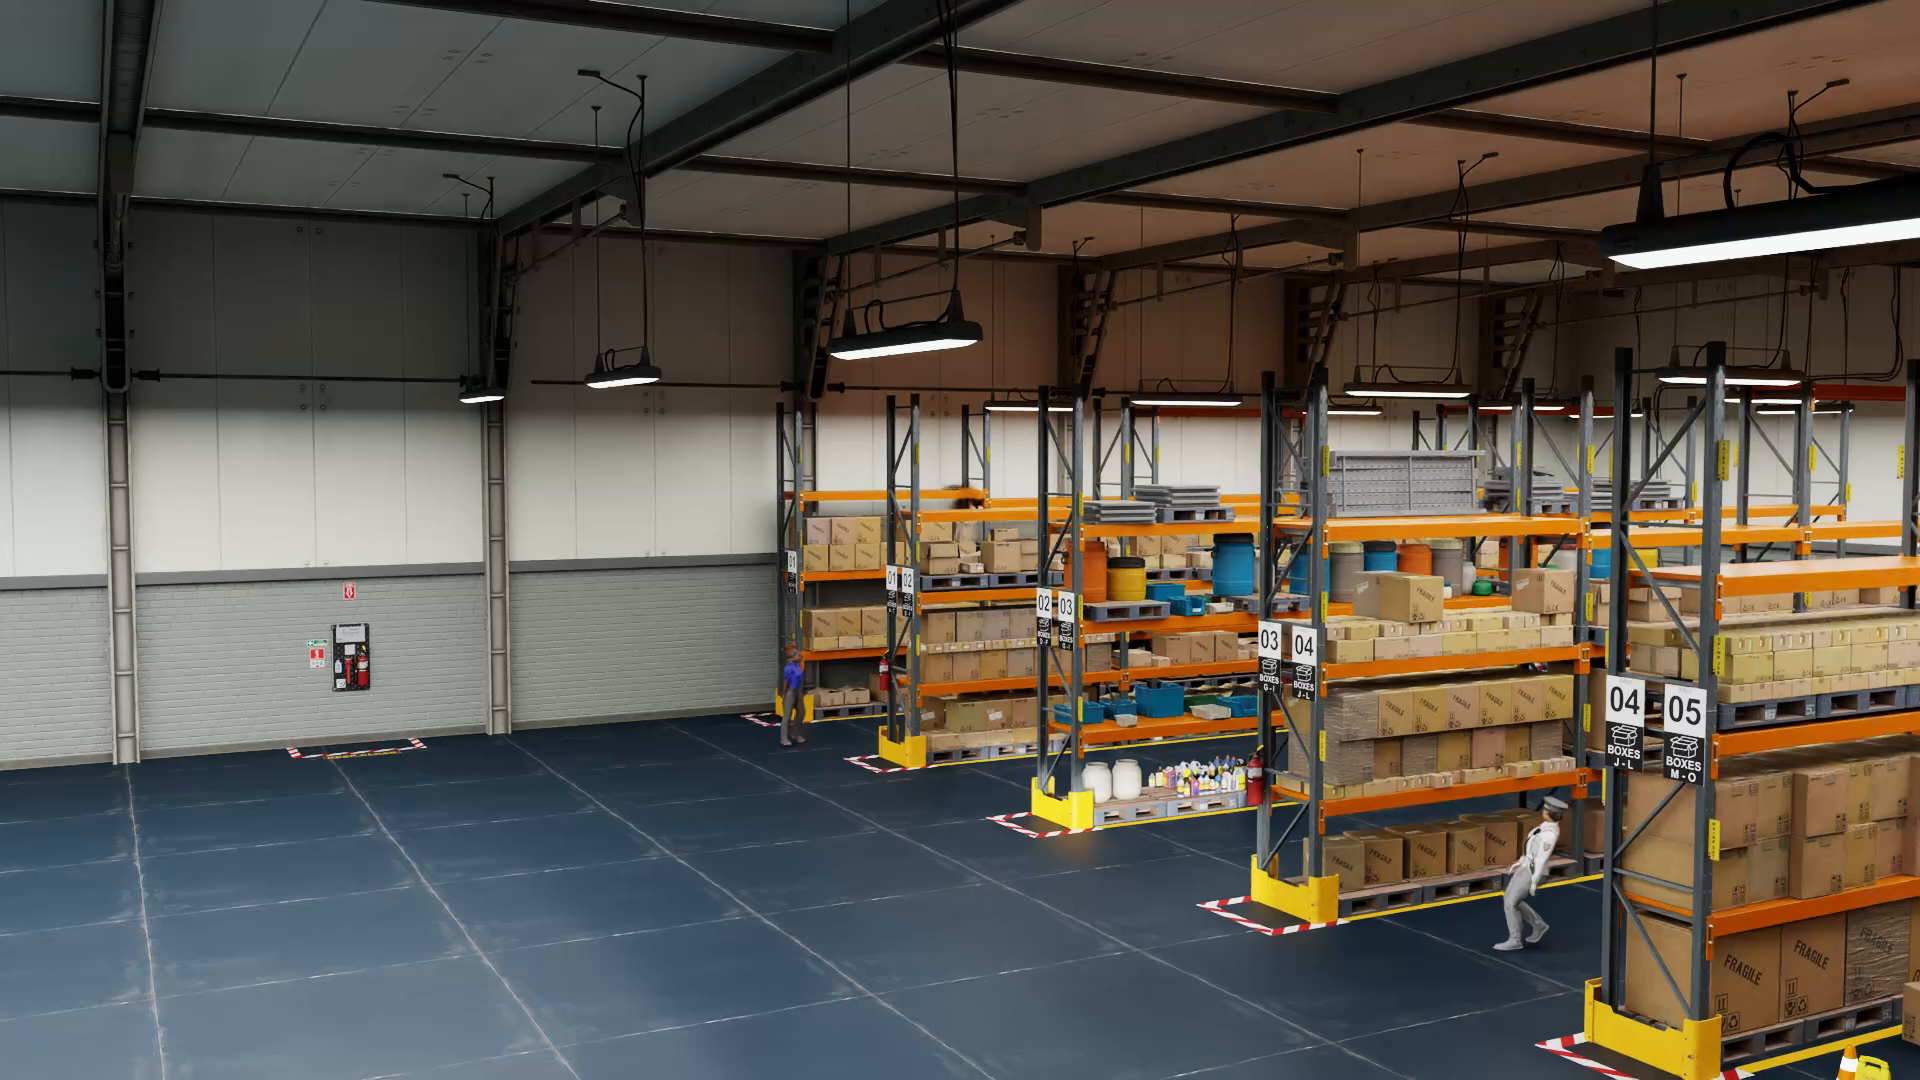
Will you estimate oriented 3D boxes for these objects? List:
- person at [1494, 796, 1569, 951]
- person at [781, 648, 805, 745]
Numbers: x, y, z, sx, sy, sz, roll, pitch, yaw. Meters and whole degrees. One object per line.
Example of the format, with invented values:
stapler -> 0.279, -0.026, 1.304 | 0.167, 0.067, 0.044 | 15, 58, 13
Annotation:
person -> 5.858, 3.421, 17.064 | 0.700, 1.595, 0.501 | 1, 3, 14
person -> -2.900, 2.706, 28.796 | 0.364, 1.680, 0.552 | 1, 3, 18
